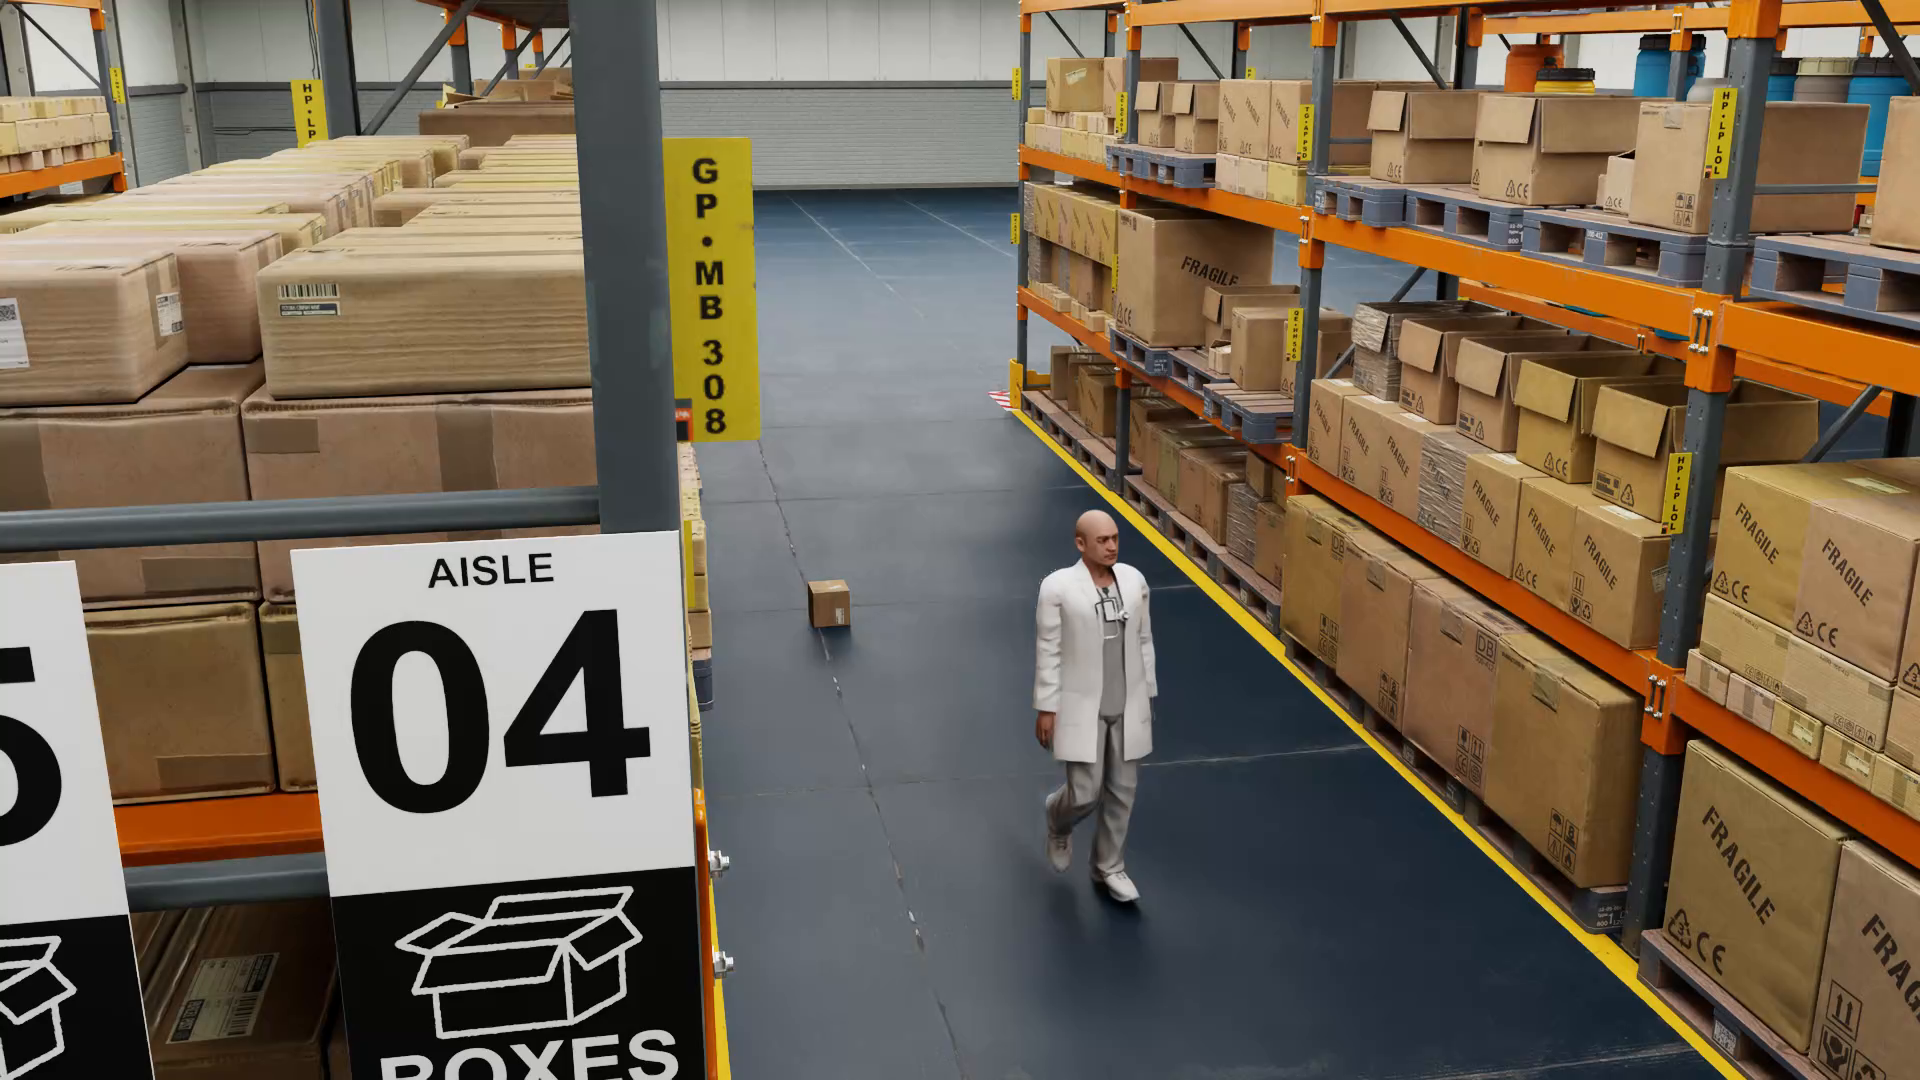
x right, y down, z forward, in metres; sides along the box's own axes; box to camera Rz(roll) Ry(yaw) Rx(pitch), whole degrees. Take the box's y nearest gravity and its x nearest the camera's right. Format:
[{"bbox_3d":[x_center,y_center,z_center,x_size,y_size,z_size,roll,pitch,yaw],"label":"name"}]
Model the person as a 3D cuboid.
[{"bbox_3d":[0.612,0.732,7.438,0.598,1.764,0.577,-6,17,-20],"label":"person"}]
